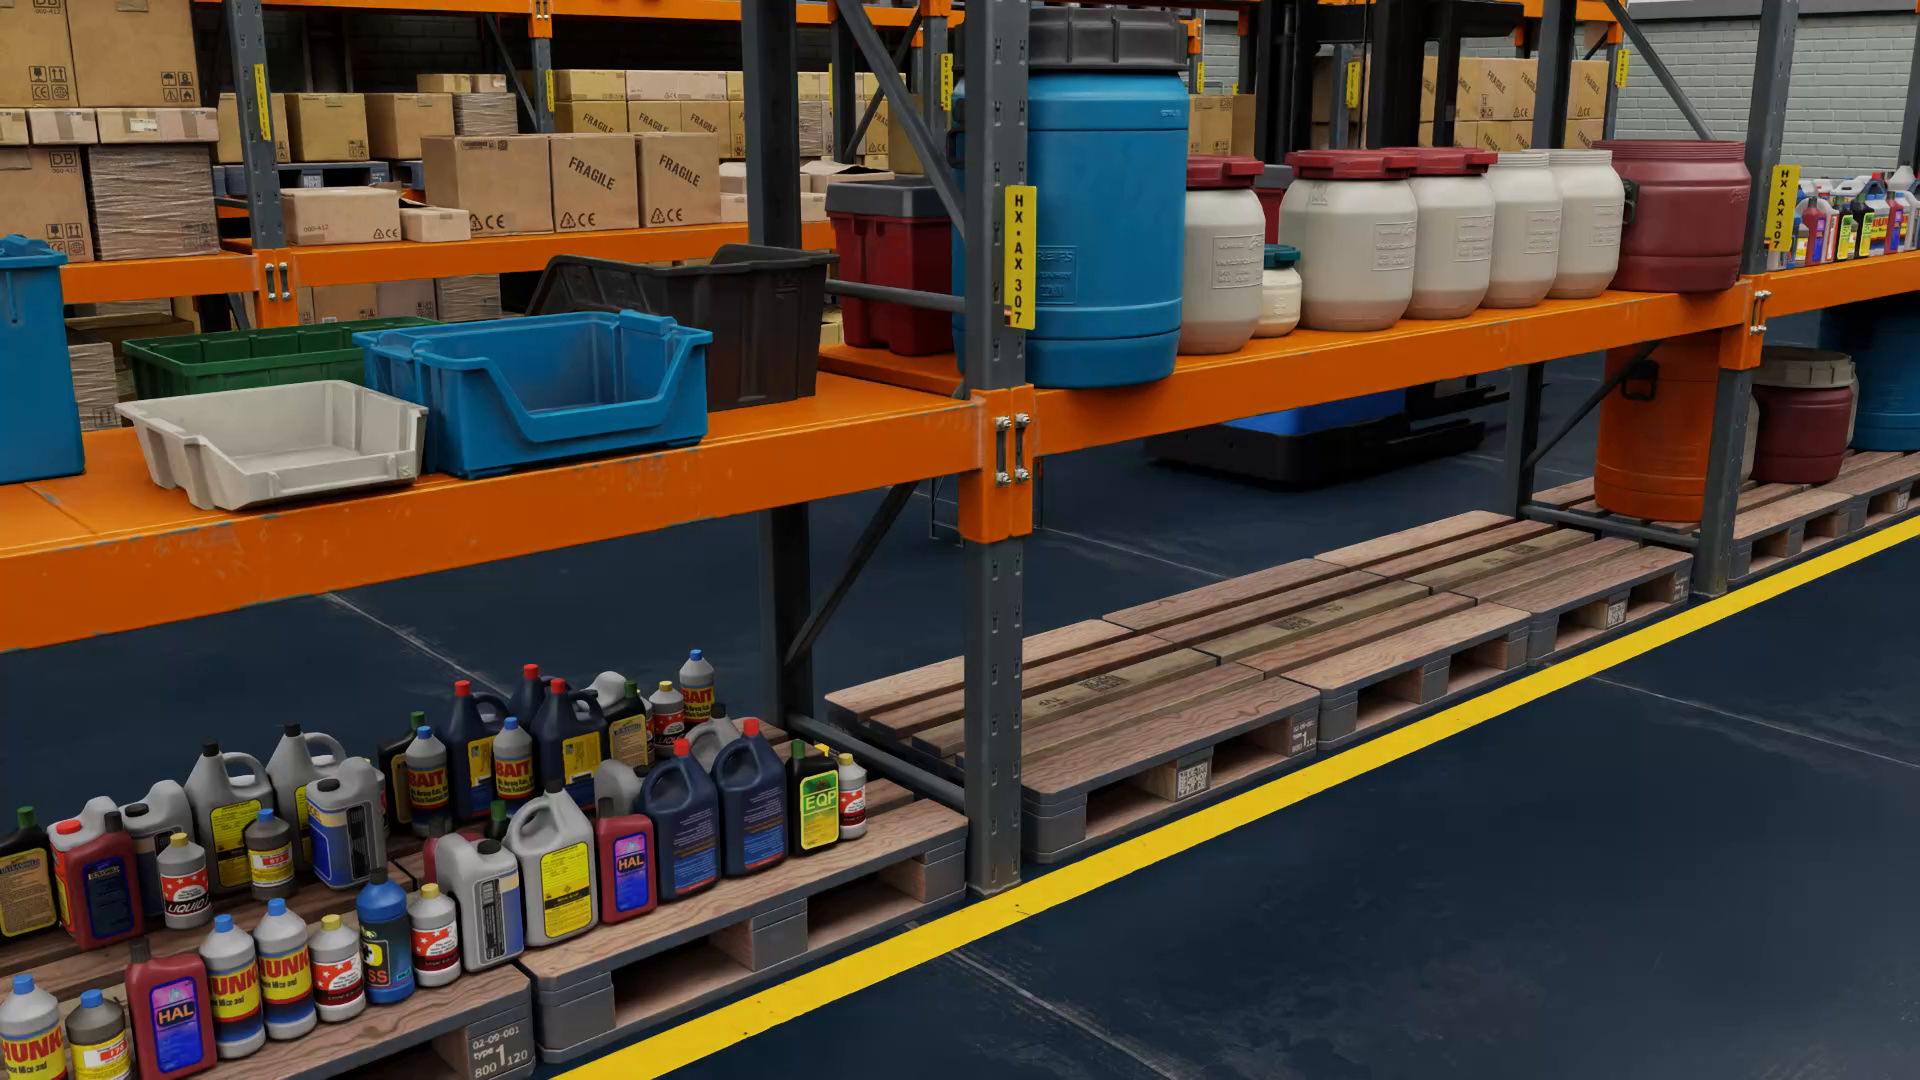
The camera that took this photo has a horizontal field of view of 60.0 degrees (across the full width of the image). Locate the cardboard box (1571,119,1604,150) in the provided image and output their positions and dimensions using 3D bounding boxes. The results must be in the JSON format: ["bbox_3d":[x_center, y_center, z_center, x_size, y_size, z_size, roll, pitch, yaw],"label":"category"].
[{"bbox_3d":[5.431,-3.547,15.024,0.500,0.500,0.500,-12,19,-38],"label":"cardboard box"}]

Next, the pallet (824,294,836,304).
[{"bbox_3d":[-1.215,-2.421,16.406,1.213,0.211,1.003,-13,19,-39],"label":"pallet"}]

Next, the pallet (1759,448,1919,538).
[{"bbox_3d":[4.291,-0.308,8.493,1.213,0.211,1.003,-13,19,-39],"label":"pallet"}]

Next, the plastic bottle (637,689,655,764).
[{"bbox_3d":[-0.896,0.513,4.589,0.097,0.201,0.097,0,15,0],"label":"plastic bottle"}]

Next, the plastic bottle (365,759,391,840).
[{"bbox_3d":[-1.467,0.641,4.109,0.097,0.201,0.097,0,15,0],"label":"plastic bottle"}]

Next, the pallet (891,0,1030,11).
[{"bbox_3d":[-0.058,-5.457,16.726,1.213,0.211,1.003,-13,19,-39],"label":"pallet"}]

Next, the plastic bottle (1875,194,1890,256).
[{"bbox_3d":[4.145,-1.427,7.528,0.097,0.271,0.097,0,15,0],"label":"plastic bottle"}]

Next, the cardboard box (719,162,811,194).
[{"bbox_3d":[-1.247,-2.116,10.031,0.500,0.311,0.500,-13,20,-40],"label":"cardboard box"}]

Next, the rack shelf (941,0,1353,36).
[{"bbox_3d":[1.064,-3.713,11.419,4.000,0.370,1.077,-13,19,-39],"label":"rack shelf"}]

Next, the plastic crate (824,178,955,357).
[{"bbox_3d":[-0.050,-0.802,4.818,0.583,0.464,0.402,-13,19,-39],"label":"plastic crate"}]

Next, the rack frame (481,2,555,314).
[{"bbox_3d":[-3.700,-3.236,14.053,0.127,3.000,1.000,-13,19,-39],"label":"rack frame"}]

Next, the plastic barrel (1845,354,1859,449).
[{"bbox_3d":[4.381,-0.699,8.562,0.421,0.512,0.421,0,15,0],"label":"plastic barrel"}]

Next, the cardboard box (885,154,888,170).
[{"bbox_3d":[-0.751,-3.690,16.199,0.250,0.149,0.380,-12,19,-39],"label":"cardboard box"}]

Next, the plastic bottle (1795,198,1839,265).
[{"bbox_3d":[3.691,-1.336,7.181,0.135,0.276,0.152,-13,19,-39],"label":"plastic bottle"}]

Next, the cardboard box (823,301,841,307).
[{"bbox_3d":[-1.033,-1.386,10.555,0.500,0.311,0.500,-12,19,-38],"label":"cardboard box"}]

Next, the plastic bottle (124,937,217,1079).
[{"bbox_3d":[-1.476,0.866,3.106,0.133,0.283,0.061,-12,19,-38],"label":"plastic bottle"}]

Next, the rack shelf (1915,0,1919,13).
[{"bbox_3d":[4.312,-2.748,7.807,4.000,0.370,1.077,-13,19,-39],"label":"rack shelf"}]

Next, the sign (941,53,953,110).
[{"bbox_3d":[-0.078,-2.724,9.893,0.005,0.325,0.100,-13,19,-39],"label":"sign"}]

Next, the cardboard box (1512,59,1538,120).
[{"bbox_3d":[4.666,-3.856,14.241,0.500,0.500,0.500,-12,19,-38],"label":"cardboard box"}]

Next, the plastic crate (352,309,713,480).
[{"bbox_3d":[-0.871,-0.318,3.415,0.616,0.251,0.499,-13,19,-39],"label":"plastic crate"}]

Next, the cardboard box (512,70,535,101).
[{"bbox_3d":[-3.528,-3.928,14.379,0.500,0.250,0.500,-12,19,-38],"label":"cardboard box"}]

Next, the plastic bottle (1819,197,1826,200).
[{"bbox_3d":[3.757,-1.360,7.280,0.097,0.271,0.097,0,15,0],"label":"plastic bottle"}]

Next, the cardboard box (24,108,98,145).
[{"bbox_3d":[-3.911,-1.782,7.160,0.250,0.149,0.380,-13,20,-41],"label":"cardboard box"}]

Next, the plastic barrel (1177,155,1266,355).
[{"bbox_3d":[0.652,-0.815,4.725,0.433,0.535,0.433,0,15,0],"label":"plastic barrel"}]

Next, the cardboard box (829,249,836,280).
[{"bbox_3d":[-1.087,-2.943,16.306,0.750,0.750,0.750,-12,19,-39],"label":"cardboard box"}]

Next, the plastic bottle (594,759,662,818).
[{"bbox_3d":[-0.772,0.647,3.942,0.135,0.276,0.152,-13,19,-39],"label":"plastic bottle"}]

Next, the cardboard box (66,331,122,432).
[{"bbox_3d":[-4.054,-0.628,7.350,0.500,0.500,0.500,-13,19,-39],"label":"cardboard box"}]

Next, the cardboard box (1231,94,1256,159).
[{"bbox_3d":[2.068,-3.165,12.778,0.700,0.500,0.500,8,17,28],"label":"cardboard box"}]

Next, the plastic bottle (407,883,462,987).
[{"bbox_3d":[-1.095,0.814,3.460,0.097,0.201,0.097,0,15,0],"label":"plastic bottle"}]

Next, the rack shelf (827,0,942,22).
[{"bbox_3d":[-1.954,-3.035,8.883,4.000,0.370,1.077,-13,19,-39],"label":"rack shelf"}]

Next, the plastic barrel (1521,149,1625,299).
[{"bbox_3d":[2.168,-1.146,6.010,0.421,0.512,0.421,0,15,0],"label":"plastic barrel"}]

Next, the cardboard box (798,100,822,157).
[{"bbox_3d":[-1.628,-3.817,15.417,0.500,0.500,0.500,-13,19,-39],"label":"cardboard box"}]

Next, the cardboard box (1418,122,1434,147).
[{"bbox_3d":[3.520,-3.119,13.421,0.500,0.500,0.500,-12,19,-38],"label":"cardboard box"}]

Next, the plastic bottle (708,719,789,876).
[{"bbox_3d":[-0.511,0.602,3.963,0.185,0.351,0.144,-13,20,-41],"label":"plastic bottle"}]

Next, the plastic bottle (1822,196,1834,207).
[{"bbox_3d":[4.444,-1.668,8.566,0.097,0.201,0.097,0,15,0],"label":"plastic bottle"}]

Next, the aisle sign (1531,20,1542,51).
[{"bbox_3d":[5.449,-4.952,15.441,0.004,0.787,0.394,-13,19,-39],"label":"aisle sign"}]

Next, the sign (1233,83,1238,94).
[{"bbox_3d":[2.210,-3.473,13.261,0.005,0.325,0.100,-13,19,-39],"label":"sign"}]

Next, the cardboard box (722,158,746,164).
[{"bbox_3d":[-2.149,-3.397,15.104,0.250,0.149,0.380,-13,19,-39],"label":"cardboard box"}]

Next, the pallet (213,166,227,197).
[{"bbox_3d":[-6.045,-2.567,11.920,1.213,0.211,1.003,-13,19,-39],"label":"pallet"}]

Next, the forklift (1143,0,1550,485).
[{"bbox_3d":[2.445,-2.005,9.575,3.031,2.935,1.130,-14,20,-41],"label":"forklift"}]

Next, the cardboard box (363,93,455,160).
[{"bbox_3d":[-4.452,-3.316,13.304,0.700,0.500,0.500,14,20,42],"label":"cardboard box"}]

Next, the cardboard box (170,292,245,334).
[{"bbox_3d":[-5.816,-1.789,12.626,0.500,0.500,0.700,-13,20,-40],"label":"cardboard box"}]

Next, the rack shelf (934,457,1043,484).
[{"bbox_3d":[0.125,-0.351,7.769,0.480,0.148,0.258,-13,19,-39],"label":"rack shelf"}]

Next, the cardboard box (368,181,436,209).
[{"bbox_3d":[-2.920,-1.715,8.617,0.258,0.266,0.396,-13,20,-41],"label":"cardboard box"}]

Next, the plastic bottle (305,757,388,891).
[{"bbox_3d":[-1.442,0.658,3.900,0.135,0.276,0.152,-13,19,-39],"label":"plastic bottle"}]

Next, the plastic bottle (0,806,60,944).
[{"bbox_3d":[-2.058,0.728,3.625,0.133,0.283,0.061,-12,19,-38],"label":"plastic bottle"}]

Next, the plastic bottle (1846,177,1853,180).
[{"bbox_3d":[4.840,-1.842,9.085,0.097,0.271,0.097,0,15,0],"label":"plastic bottle"}]

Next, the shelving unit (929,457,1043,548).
[{"bbox_3d":[0.125,-0.608,7.700,0.503,1.200,0.258,-13,19,-39],"label":"shelving unit"}]

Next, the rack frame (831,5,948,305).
[{"bbox_3d":[-0.445,-2.273,10.445,0.127,3.000,1.000,-13,19,-39],"label":"rack frame"}]

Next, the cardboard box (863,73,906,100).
[{"bbox_3d":[-0.867,-4.349,15.957,0.500,0.250,0.500,-12,19,-38],"label":"cardboard box"}]
